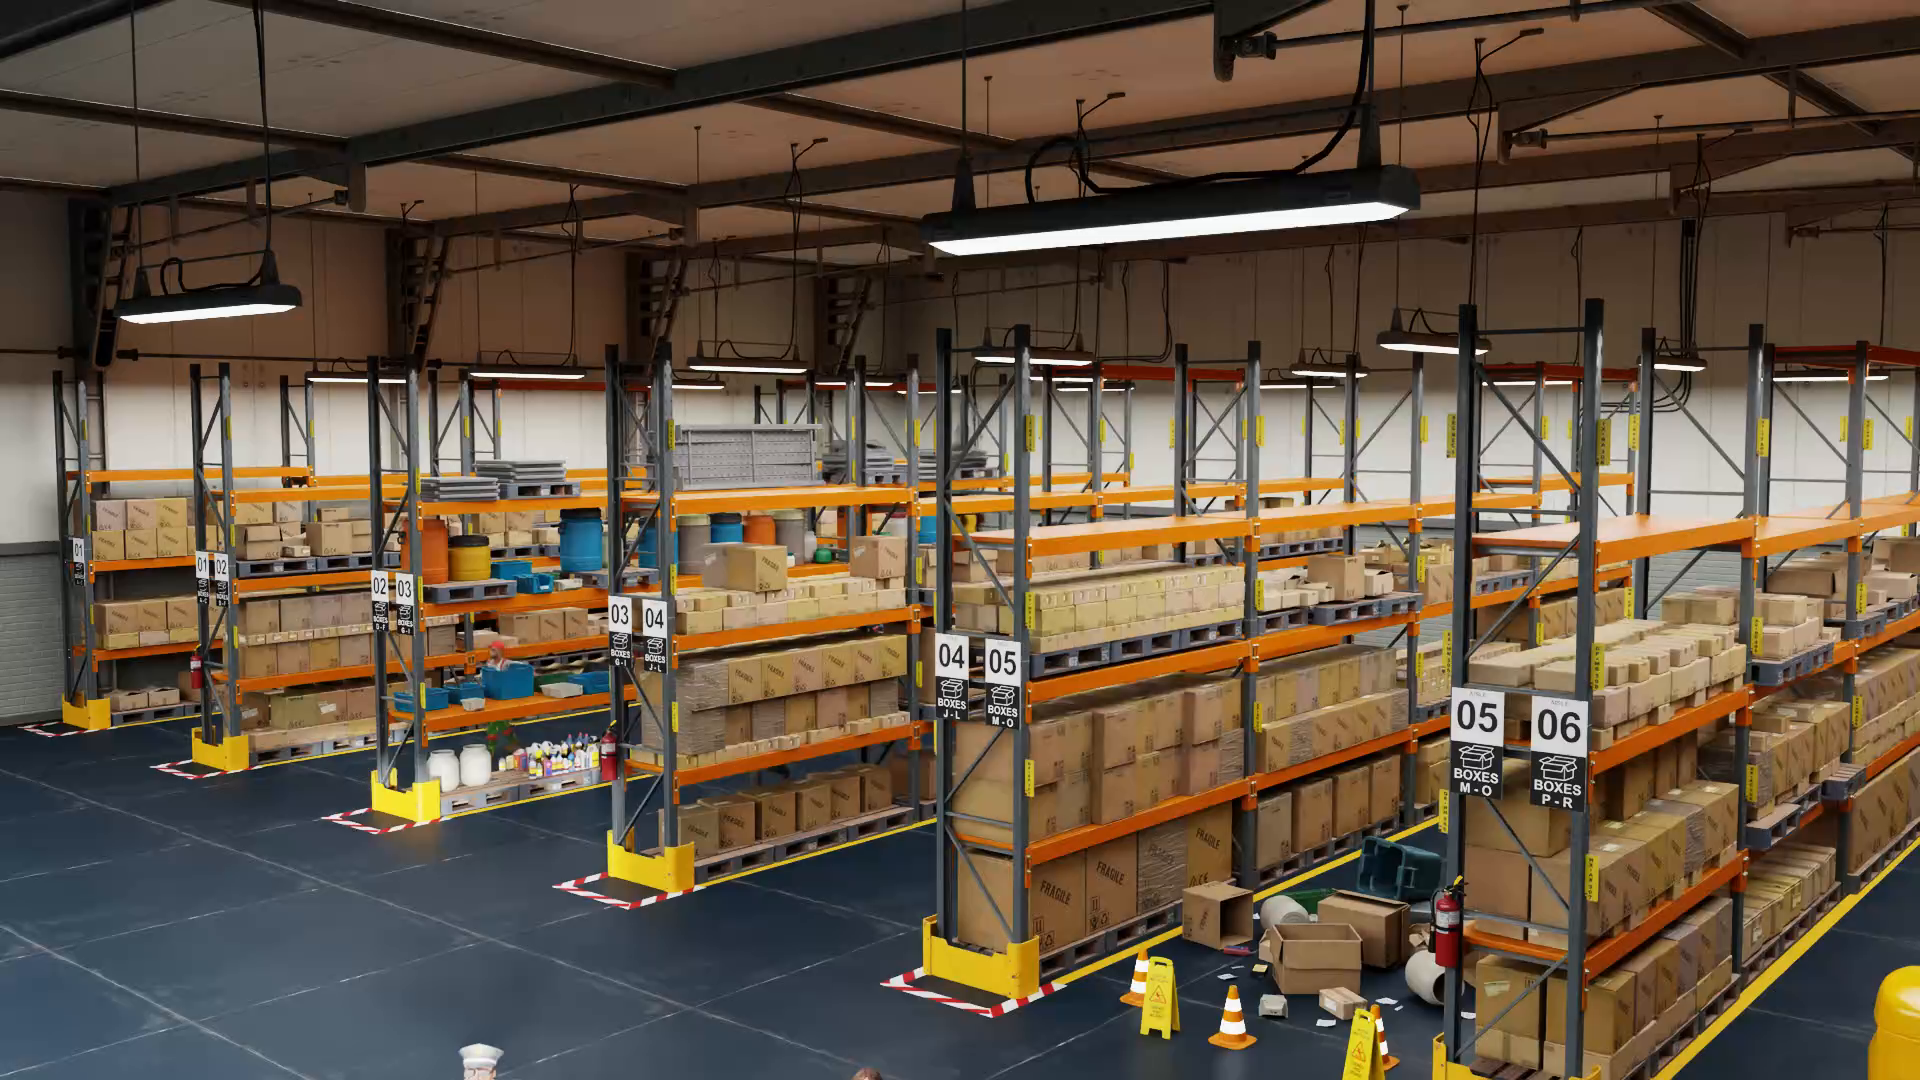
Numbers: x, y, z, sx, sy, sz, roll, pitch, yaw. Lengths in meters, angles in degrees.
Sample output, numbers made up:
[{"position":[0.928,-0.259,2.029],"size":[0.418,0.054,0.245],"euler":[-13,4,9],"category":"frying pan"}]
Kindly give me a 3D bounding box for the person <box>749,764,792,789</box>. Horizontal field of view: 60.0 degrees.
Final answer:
[{"position":[-2.659,2.721,22.800],"size":[0.579,1.644,0.842],"euler":[3,5,34],"category":"person"}]

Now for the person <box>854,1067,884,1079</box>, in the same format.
[{"position":[-0.478,3.711,9.137],"size":[0.526,1.648,0.683],"euler":[0,4,-2],"category":"person"}]

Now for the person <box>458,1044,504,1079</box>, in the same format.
[{"position":[-2.634,3.647,9.236],"size":[0.643,1.779,0.997],"euler":[-1,4,-9],"category":"person"}]

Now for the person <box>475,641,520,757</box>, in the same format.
[{"position":[-7.052,2.447,25.410],"size":[0.665,1.810,0.900],"euler":[3,5,33],"category":"person"}]

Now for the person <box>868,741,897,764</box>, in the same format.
[{"position":[-1.178,2.562,23.823],"size":[0.674,1.828,0.782],"euler":[3,5,37],"category":"person"}]
